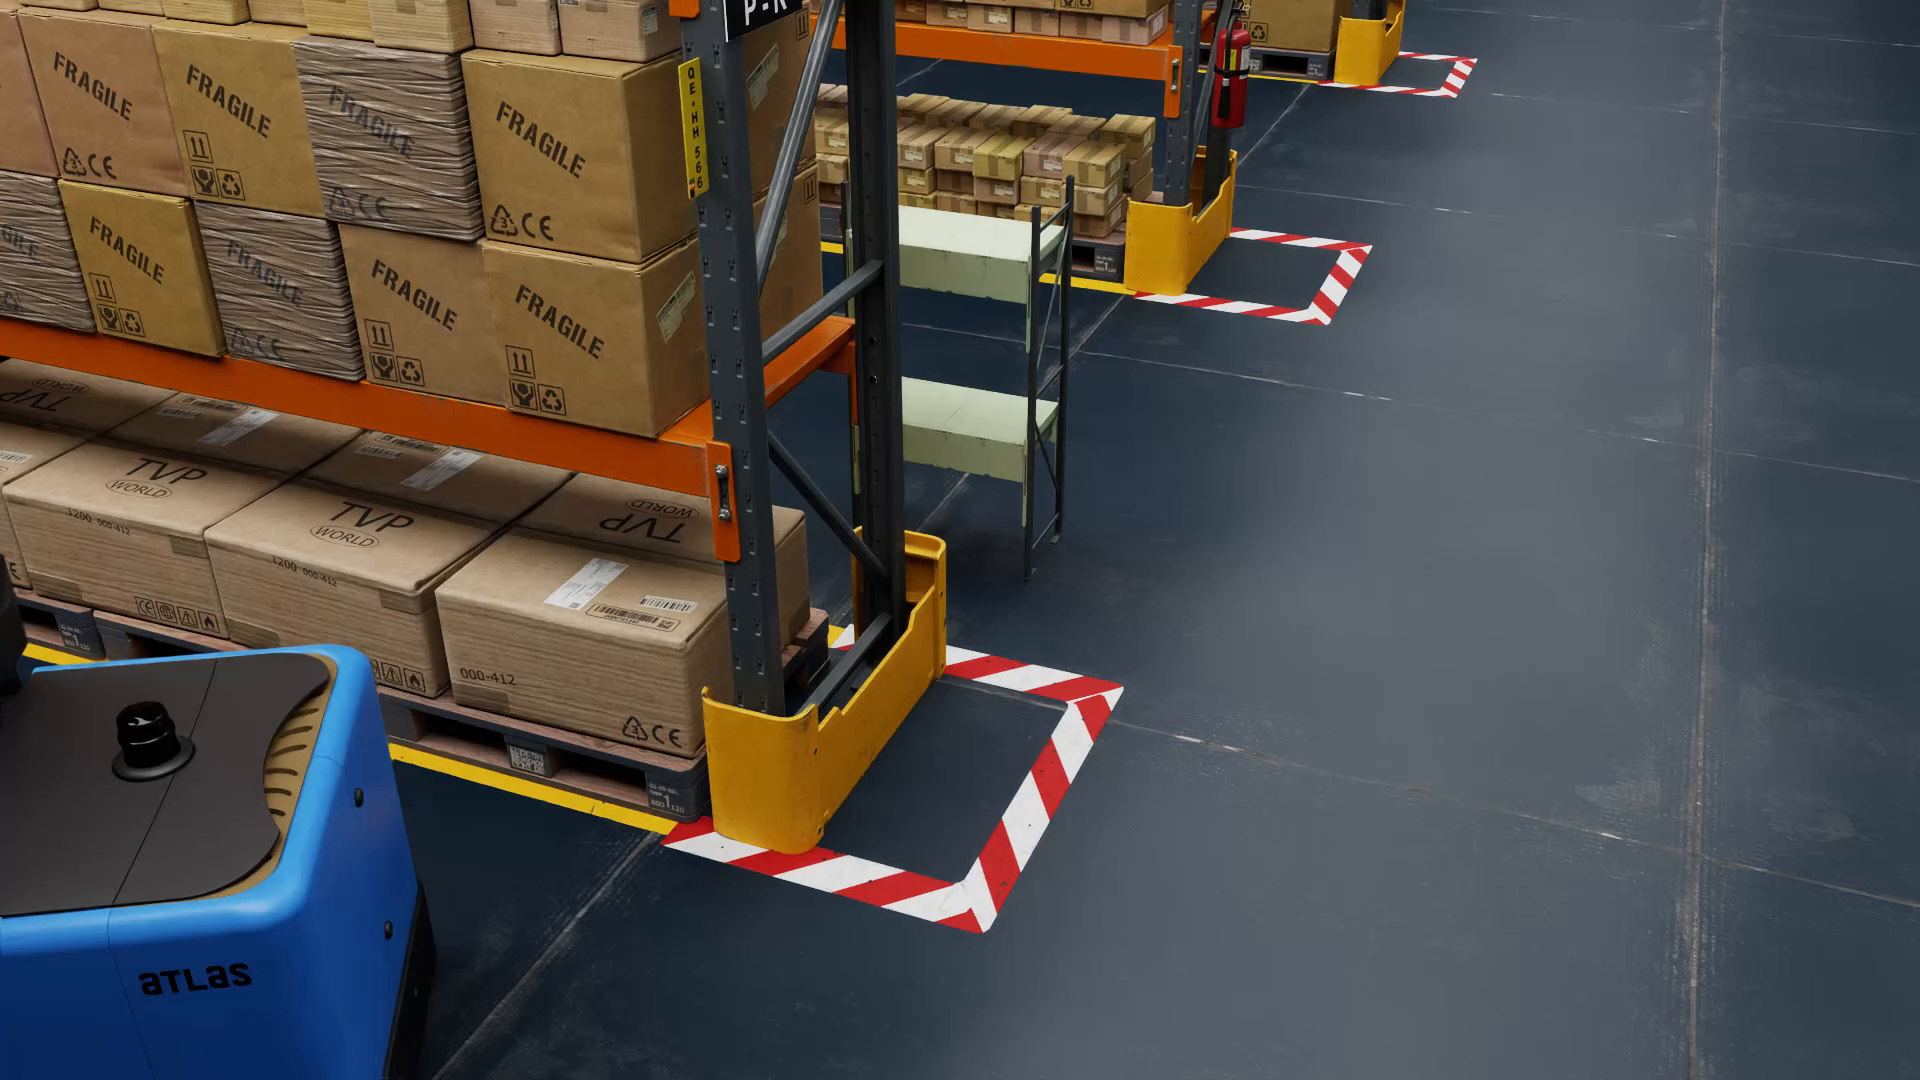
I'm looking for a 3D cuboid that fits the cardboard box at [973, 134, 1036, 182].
[{"bbox_3d":[0.252,-2.162,9.393,0.250,0.149,0.380,11,31,18],"label":"cardboard box"}]

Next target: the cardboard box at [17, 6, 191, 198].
[{"bbox_3d":[-2.384,-1.370,5.008,0.500,0.500,0.500,11,31,19],"label":"cardboard box"}]

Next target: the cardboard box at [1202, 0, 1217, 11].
[{"bbox_3d":[1.829,-4.667,13.692,0.875,0.875,0.875,11,31,19],"label":"cardboard box"}]

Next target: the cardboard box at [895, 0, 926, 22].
[{"bbox_3d":[-0.232,-3.017,9.294,0.250,0.149,0.380,10,31,17],"label":"cardboard box"}]

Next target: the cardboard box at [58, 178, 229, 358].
[{"bbox_3d":[-2.400,-0.933,5.250,0.500,0.500,0.500,12,32,21],"label":"cardboard box"}]

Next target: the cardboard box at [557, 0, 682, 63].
[{"bbox_3d":[-0.838,-1.377,4.361,0.250,0.149,0.380,12,32,20],"label":"cardboard box"}]

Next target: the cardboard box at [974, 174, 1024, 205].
[{"bbox_3d":[0.259,-2.050,9.497,0.250,0.149,0.380,10,31,17],"label":"cardboard box"}]

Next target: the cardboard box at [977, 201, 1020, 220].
[{"bbox_3d":[0.282,-1.950,9.622,0.250,0.149,0.380,11,31,19],"label":"cardboard box"}]

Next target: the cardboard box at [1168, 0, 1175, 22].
[{"bbox_3d":[1.160,-3.016,9.294,0.250,0.149,0.380,11,31,19],"label":"cardboard box"}]

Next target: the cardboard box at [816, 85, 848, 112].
[{"bbox_3d":[-0.706,-2.702,10.348,0.250,0.149,0.380,10,31,17],"label":"cardboard box"}]

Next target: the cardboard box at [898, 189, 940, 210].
[{"bbox_3d":[-0.211,-2.008,9.725,0.250,0.149,0.380,10,31,17],"label":"cardboard box"}]

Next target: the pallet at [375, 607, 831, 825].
[{"bbox_3d":[-1.201,0.461,5.720,1.213,0.211,1.003,11,31,19],"label":"pallet"}]

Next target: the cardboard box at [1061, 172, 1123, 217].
[{"bbox_3d":[0.741,-1.955,9.329,0.250,0.149,0.380,10,31,18],"label":"cardboard box"}]

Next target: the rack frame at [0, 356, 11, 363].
[{"bbox_3d":[-4.137,-1.381,6.144,0.127,3.000,1.000,11,31,19],"label":"rack frame"}]

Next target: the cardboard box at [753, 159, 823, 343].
[{"bbox_3d":[-0.767,-0.904,5.199,0.500,0.500,0.500,11,31,19],"label":"cardboard box"}]

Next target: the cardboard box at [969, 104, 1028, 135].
[{"bbox_3d":[0.232,-2.478,9.952,0.250,0.149,0.380,10,31,17],"label":"cardboard box"}]

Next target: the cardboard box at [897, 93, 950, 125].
[{"bbox_3d":[-0.248,-2.603,10.173,0.250,0.149,0.380,12,32,20],"label":"cardboard box"}]

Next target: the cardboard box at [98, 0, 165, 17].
[{"bbox_3d":[-2.277,-1.645,4.835,0.250,0.149,0.380,12,32,21],"label":"cardboard box"}]

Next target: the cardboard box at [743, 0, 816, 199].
[{"bbox_3d":[-0.768,-1.338,4.951,0.500,0.500,0.500,11,31,18],"label":"cardboard box"}]

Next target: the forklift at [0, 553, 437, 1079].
[{"bbox_3d":[-2.874,0.249,3.330,3.031,2.935,1.130,-4,30,-8],"label":"forklift"}]

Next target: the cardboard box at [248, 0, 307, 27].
[{"bbox_3d":[-1.787,-1.568,4.699,0.250,0.149,0.380,11,31,19],"label":"cardboard box"}]

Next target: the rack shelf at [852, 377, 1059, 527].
[{"bbox_3d":[-0.006,-0.370,6.544,0.720,0.370,0.431,11,31,19],"label":"rack shelf"}]

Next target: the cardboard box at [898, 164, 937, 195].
[{"bbox_3d":[-0.226,-2.140,9.656,0.250,0.149,0.380,12,32,20],"label":"cardboard box"}]

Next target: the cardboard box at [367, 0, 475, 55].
[{"bbox_3d":[-1.353,-1.422,4.441,0.250,0.149,0.380,11,31,19],"label":"cardboard box"}]

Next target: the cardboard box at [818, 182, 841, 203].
[{"bbox_3d":[-0.663,-2.149,9.974,0.250,0.149,0.380,12,32,21],"label":"cardboard box"}]

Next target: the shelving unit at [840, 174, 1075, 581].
[{"bbox_3d":[-0.006,-0.654,6.383,0.755,1.500,0.431,11,31,19],"label":"shelving unit"}]

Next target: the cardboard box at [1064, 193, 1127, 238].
[{"bbox_3d":[0.771,-1.860,9.463,0.250,0.149,0.380,12,32,20],"label":"cardboard box"}]

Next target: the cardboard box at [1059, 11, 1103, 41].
[{"bbox_3d":[0.712,-2.802,8.913,0.250,0.149,0.380,11,31,19],"label":"cardboard box"}]

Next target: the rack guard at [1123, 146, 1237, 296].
[{"bbox_3d":[1.267,-1.842,9.501,0.348,0.500,1.175,11,31,19],"label":"rack guard"}]

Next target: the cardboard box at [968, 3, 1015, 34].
[{"bbox_3d":[0.229,-2.878,9.048,0.250,0.149,0.380,12,32,20],"label":"cardboard box"}]

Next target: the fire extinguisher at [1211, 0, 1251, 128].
[{"bbox_3d":[1.397,-2.463,8.517,0.183,0.674,0.296,11,31,19],"label":"fire extinguisher"}]

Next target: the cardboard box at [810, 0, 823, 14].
[{"bbox_3d":[-0.725,-3.095,9.433,0.250,0.149,0.380,13,32,21],"label":"cardboard box"}]

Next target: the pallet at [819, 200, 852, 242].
[{"bbox_3d":[-0.599,-2.109,10.267,1.213,0.211,1.003,11,31,19],"label":"pallet"}]

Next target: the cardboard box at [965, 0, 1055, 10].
[{"bbox_3d":[0.349,-3.153,8.876,0.500,0.500,0.500,11,31,18],"label":"cardboard box"}]

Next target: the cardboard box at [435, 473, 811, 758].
[{"bbox_3d":[-1.079,0.215,5.497,0.875,0.438,0.875,10,31,17],"label":"cardboard box"}]

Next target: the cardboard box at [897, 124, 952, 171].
[{"bbox_3d":[-0.234,-2.263,9.572,0.250,0.149,0.380,12,32,21],"label":"cardboard box"}]

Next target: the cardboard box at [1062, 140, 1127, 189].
[{"bbox_3d":[0.751,-2.099,9.282,0.250,0.149,0.380,12,32,20],"label":"cardboard box"}]

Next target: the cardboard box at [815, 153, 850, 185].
[{"bbox_3d":[-0.722,-2.235,9.823,0.250,0.149,0.380,12,31,20],"label":"cardboard box"}]

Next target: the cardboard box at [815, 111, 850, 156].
[{"bbox_3d":[-0.690,-2.398,9.810,0.250,0.149,0.380,11,31,19],"label":"cardboard box"}]

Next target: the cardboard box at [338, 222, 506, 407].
[{"bbox_3d":[-1.436,-0.752,4.931,0.500,0.500,0.500,11,31,18],"label":"cardboard box"}]

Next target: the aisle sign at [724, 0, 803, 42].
[{"bbox_3d":[-0.480,-1.618,3.922,0.004,0.787,0.394,11,31,19],"label":"aisle sign"}]

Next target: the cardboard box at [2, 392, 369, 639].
[{"bbox_3d":[-2.766,-0.118,6.087,0.875,0.438,0.875,10,31,18],"label":"cardboard box"}]

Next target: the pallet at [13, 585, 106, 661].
[{"bbox_3d":[-3.462,0.010,6.518,1.213,0.211,1.003,11,31,19],"label":"pallet"}]

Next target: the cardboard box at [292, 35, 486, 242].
[{"bbox_3d":[-1.462,-1.183,4.678,0.500,0.500,0.500,11,31,19],"label":"cardboard box"}]

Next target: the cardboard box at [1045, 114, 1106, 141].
[{"bbox_3d":[0.679,-2.365,9.752,0.250,0.149,0.380,12,32,20],"label":"cardboard box"}]

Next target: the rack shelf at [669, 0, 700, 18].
[{"bbox_3d":[-2.284,-2.003,4.929,4.000,0.370,1.077,11,31,19],"label":"rack shelf"}]

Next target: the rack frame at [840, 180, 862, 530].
[{"bbox_3d":[-0.345,-0.722,6.503,0.023,1.500,0.400,11,31,19],"label":"rack frame"}]

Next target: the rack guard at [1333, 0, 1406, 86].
[{"bbox_3d":[3.318,-4.067,13.437,0.348,0.500,1.175,11,31,19],"label":"rack guard"}]

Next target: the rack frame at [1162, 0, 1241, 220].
[{"bbox_3d":[1.337,-2.916,8.861,0.127,3.000,1.000,11,31,19],"label":"rack frame"}]
